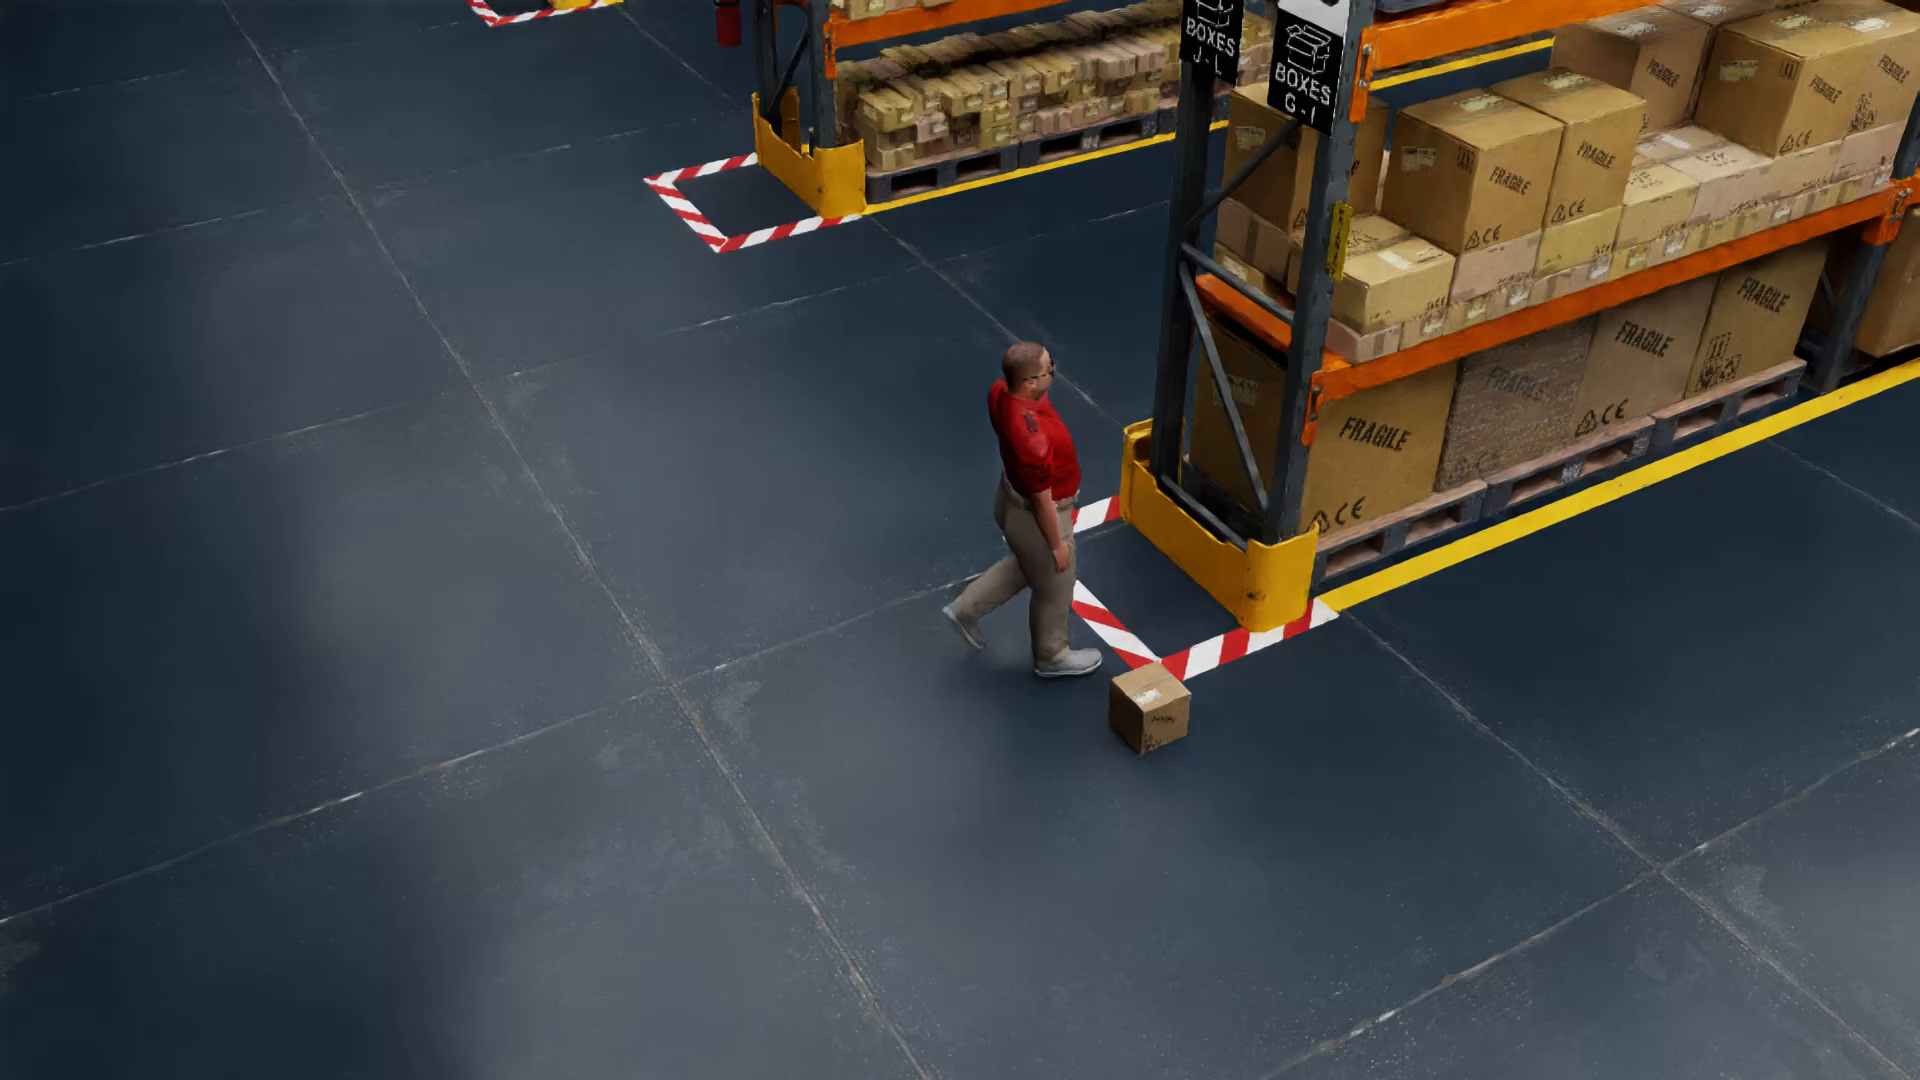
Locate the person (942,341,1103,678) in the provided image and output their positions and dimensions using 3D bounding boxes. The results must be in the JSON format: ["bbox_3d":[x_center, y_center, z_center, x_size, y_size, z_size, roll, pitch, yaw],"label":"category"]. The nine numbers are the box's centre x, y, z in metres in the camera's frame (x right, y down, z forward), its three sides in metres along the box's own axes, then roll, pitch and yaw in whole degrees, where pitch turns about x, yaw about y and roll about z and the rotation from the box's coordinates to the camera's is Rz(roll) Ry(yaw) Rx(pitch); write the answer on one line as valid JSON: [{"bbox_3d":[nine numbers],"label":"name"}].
[{"bbox_3d":[0.295,-0.112,7.091,0.706,1.711,0.552,-9,38,-12],"label":"person"}]
